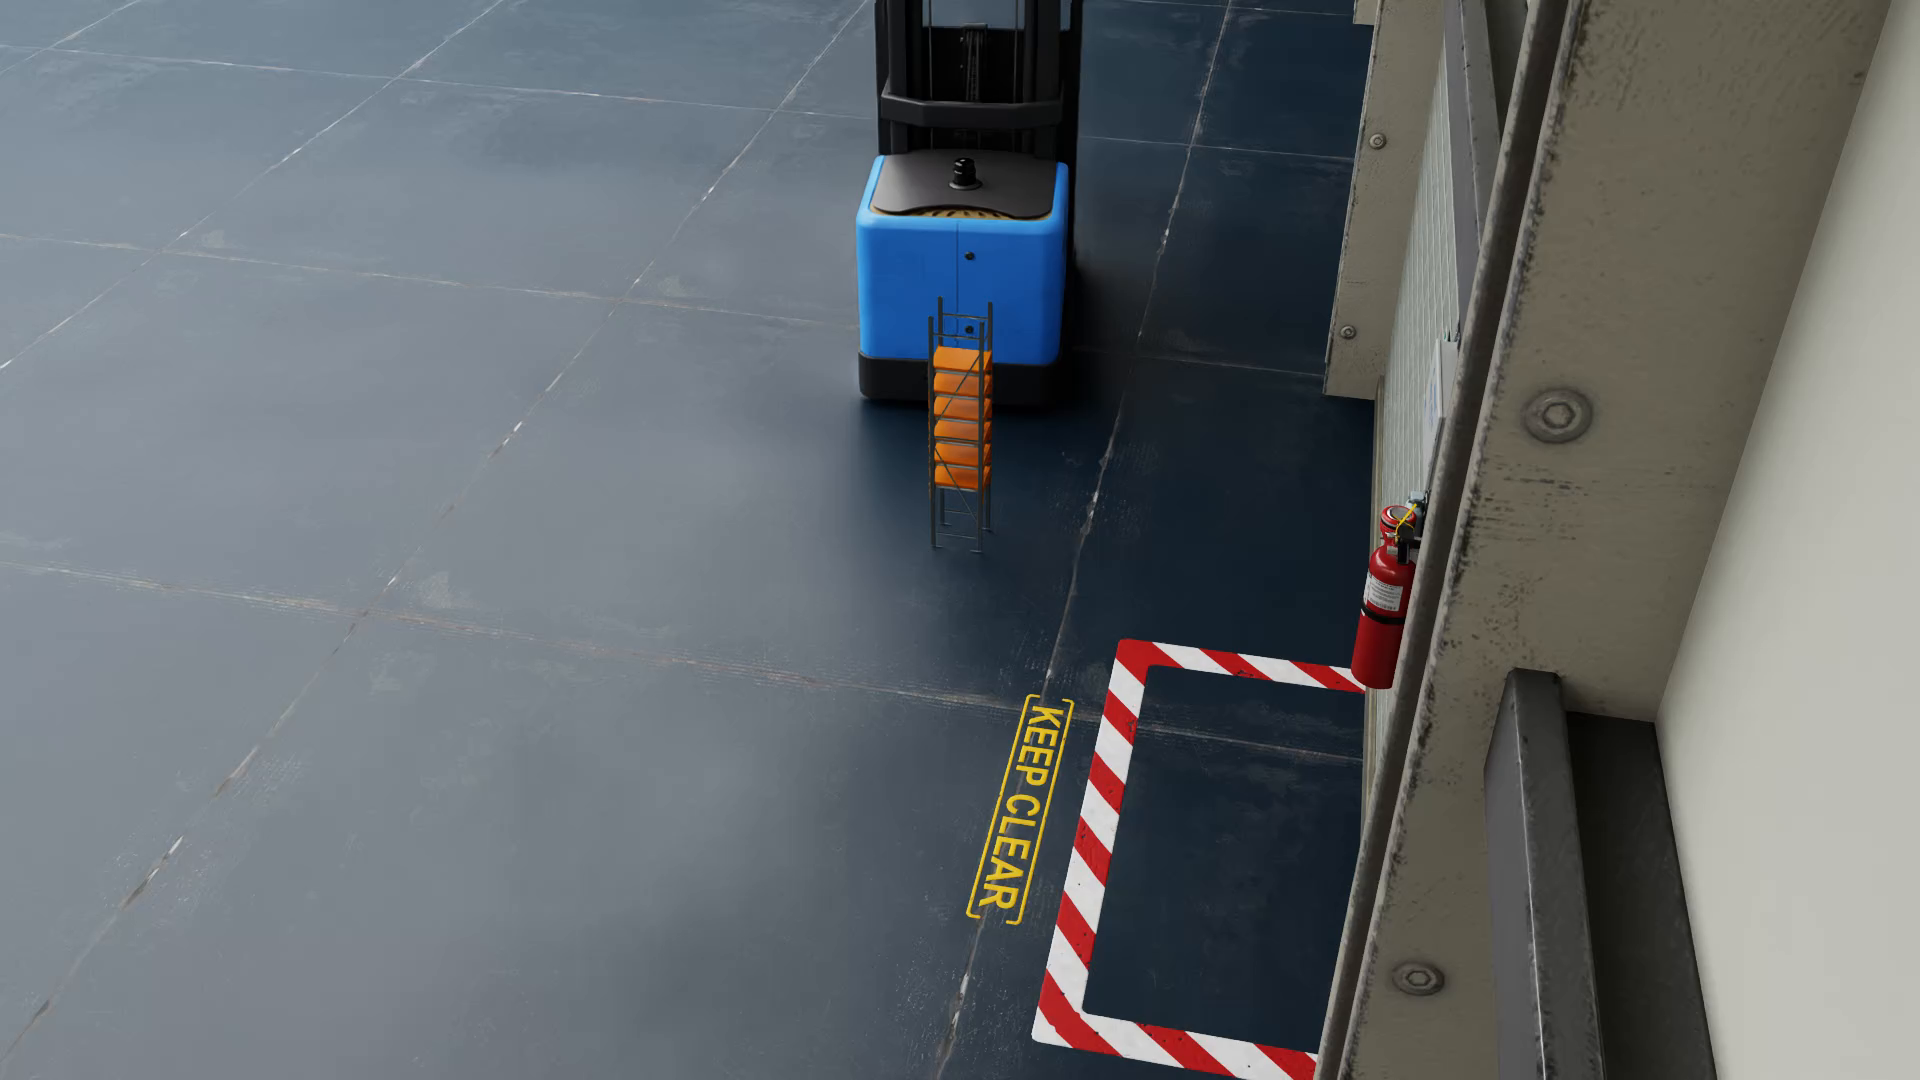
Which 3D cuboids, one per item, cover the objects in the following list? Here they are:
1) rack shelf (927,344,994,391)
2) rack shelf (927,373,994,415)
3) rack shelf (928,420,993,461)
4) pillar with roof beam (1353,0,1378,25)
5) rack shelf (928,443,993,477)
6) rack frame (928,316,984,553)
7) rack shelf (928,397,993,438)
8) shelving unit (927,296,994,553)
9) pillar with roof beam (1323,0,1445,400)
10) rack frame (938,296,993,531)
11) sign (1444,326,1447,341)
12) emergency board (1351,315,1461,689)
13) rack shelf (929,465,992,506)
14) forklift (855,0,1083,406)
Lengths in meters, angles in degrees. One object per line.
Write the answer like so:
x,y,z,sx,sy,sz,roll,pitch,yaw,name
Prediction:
0.003,-0.750,7.224,0.258,0.103,0.180,7,37,10,rack shelf
0.003,-0.652,7.295,0.258,0.103,0.180,7,37,10,rack shelf
0.003,-0.458,7.435,0.258,0.103,0.180,7,37,10,rack shelf
-0.808,-8.491,11.797,9.100,9.000,0.400,7,37,10,pillar with roof beam
0.003,-0.361,7.506,0.258,0.103,0.180,7,37,10,rack shelf
-0.016,-0.442,7.337,0.240,1.200,0.006,7,37,10,rack frame
0.003,-0.555,7.365,0.258,0.103,0.180,7,37,10,rack shelf
0.003,-0.494,7.409,0.258,1.200,0.189,7,37,10,shelving unit
-2.090,-5.051,7.051,9.100,9.000,0.400,7,37,10,pillar with roof beam
0.023,-0.547,7.482,0.240,1.200,0.006,7,37,10,rack frame
1.609,-0.586,5.520,0.001,0.109,0.331,7,37,10,sign
1.400,-0.054,5.269,0.194,1.169,0.643,7,37,10,emergency board
0.003,-0.264,7.576,0.258,0.103,0.180,7,37,10,rack shelf
0.120,-2.725,9.012,1.130,2.935,3.031,3,36,4,forklift
